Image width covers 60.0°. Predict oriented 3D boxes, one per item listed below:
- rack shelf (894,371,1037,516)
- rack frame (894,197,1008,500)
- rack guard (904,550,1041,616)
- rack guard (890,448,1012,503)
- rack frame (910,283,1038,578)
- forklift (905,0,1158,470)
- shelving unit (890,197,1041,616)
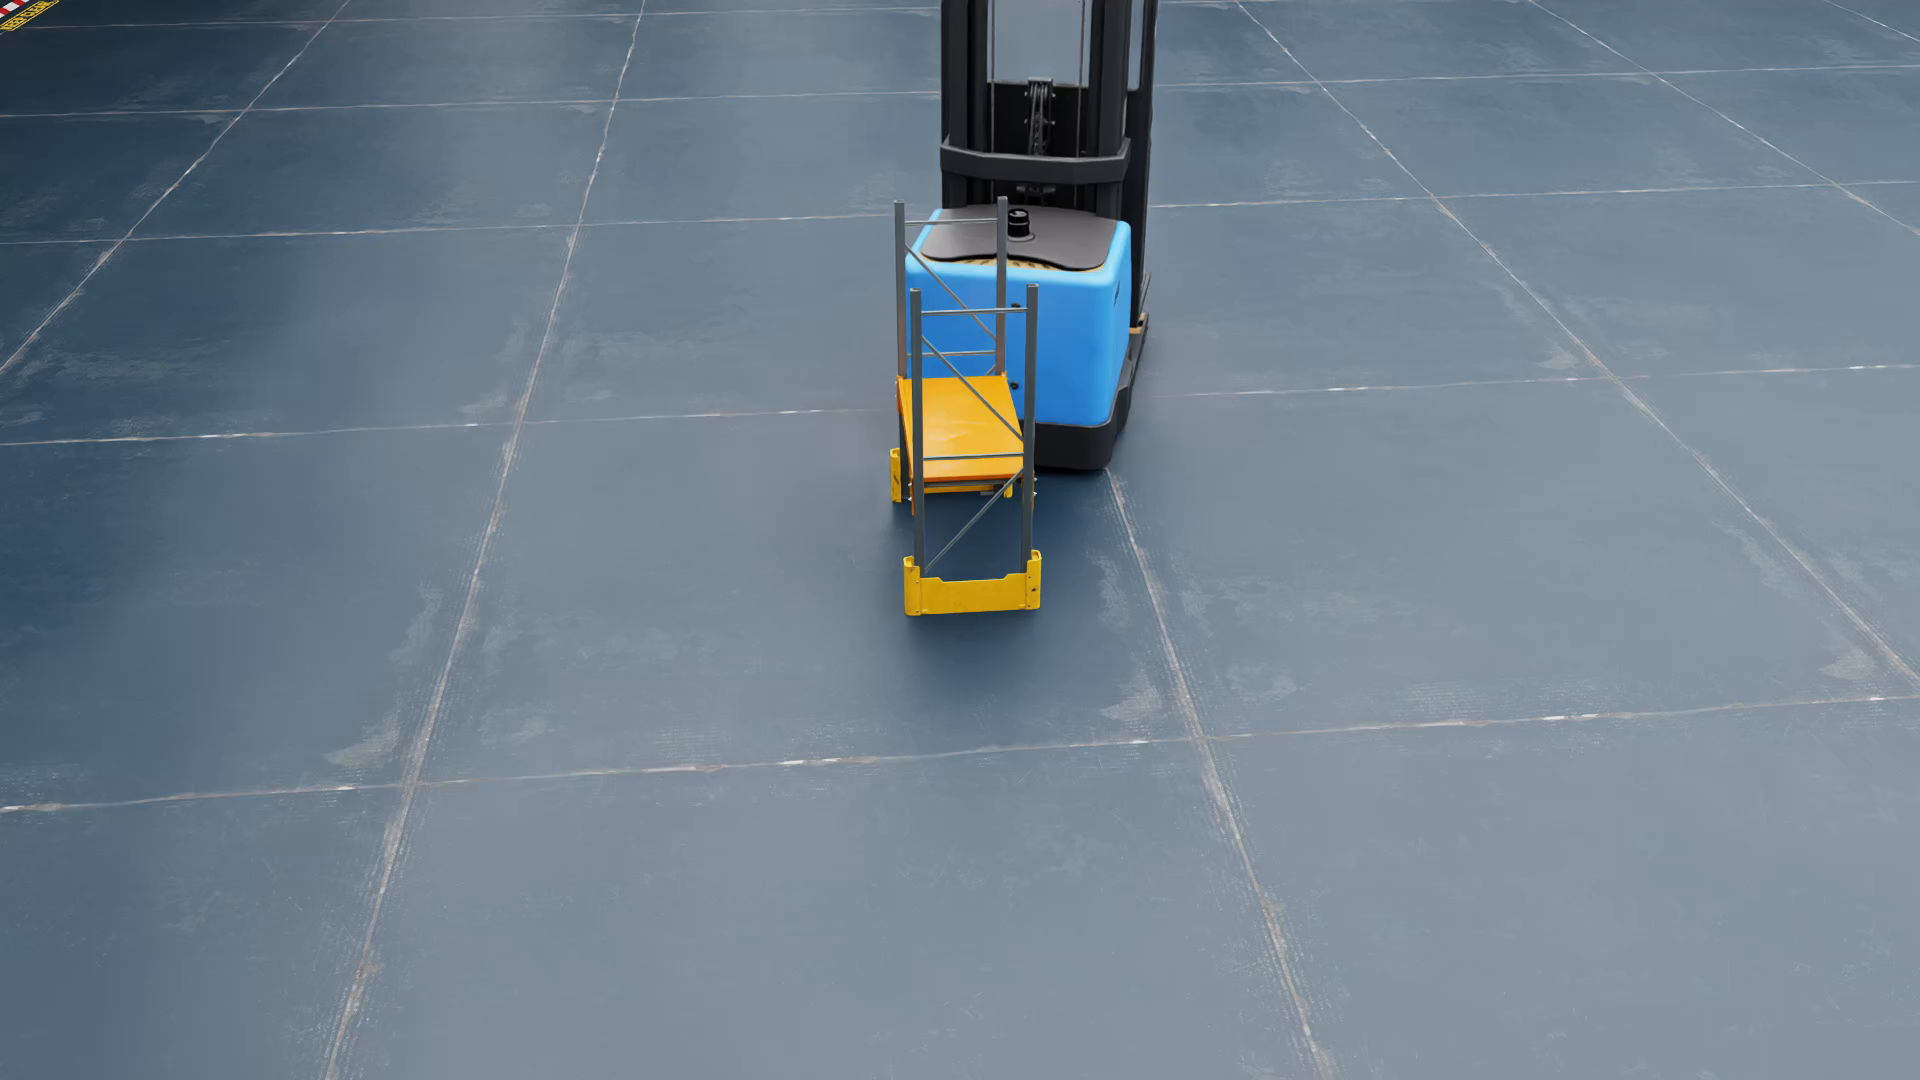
[{"bbox_3d":[0.008,-0.446,7.385,0.538,0.185,1.000,-3,31,-5],"label":"rack shelf"},{"bbox_3d":[-0.040,-0.860,7.727,0.500,1.500,0.032,-3,31,-5],"label":"rack frame"},{"bbox_3d":[0.054,0.186,7.195,0.587,0.250,0.087,-3,31,-5],"label":"rack guard"},{"bbox_3d":[-0.039,-0.323,8.046,0.587,0.250,0.087,-3,31,-5],"label":"rack guard"},{"bbox_3d":[0.055,-0.341,6.858,0.500,1.500,0.032,-3,31,-5],"label":"rack frame"},{"bbox_3d":[0.492,-2.343,8.815,1.130,2.935,3.031,6,31,9],"label":"forklift"},{"bbox_3d":[0.007,-0.605,7.300,0.587,1.500,1.083,-3,31,-5],"label":"shelving unit"}]
